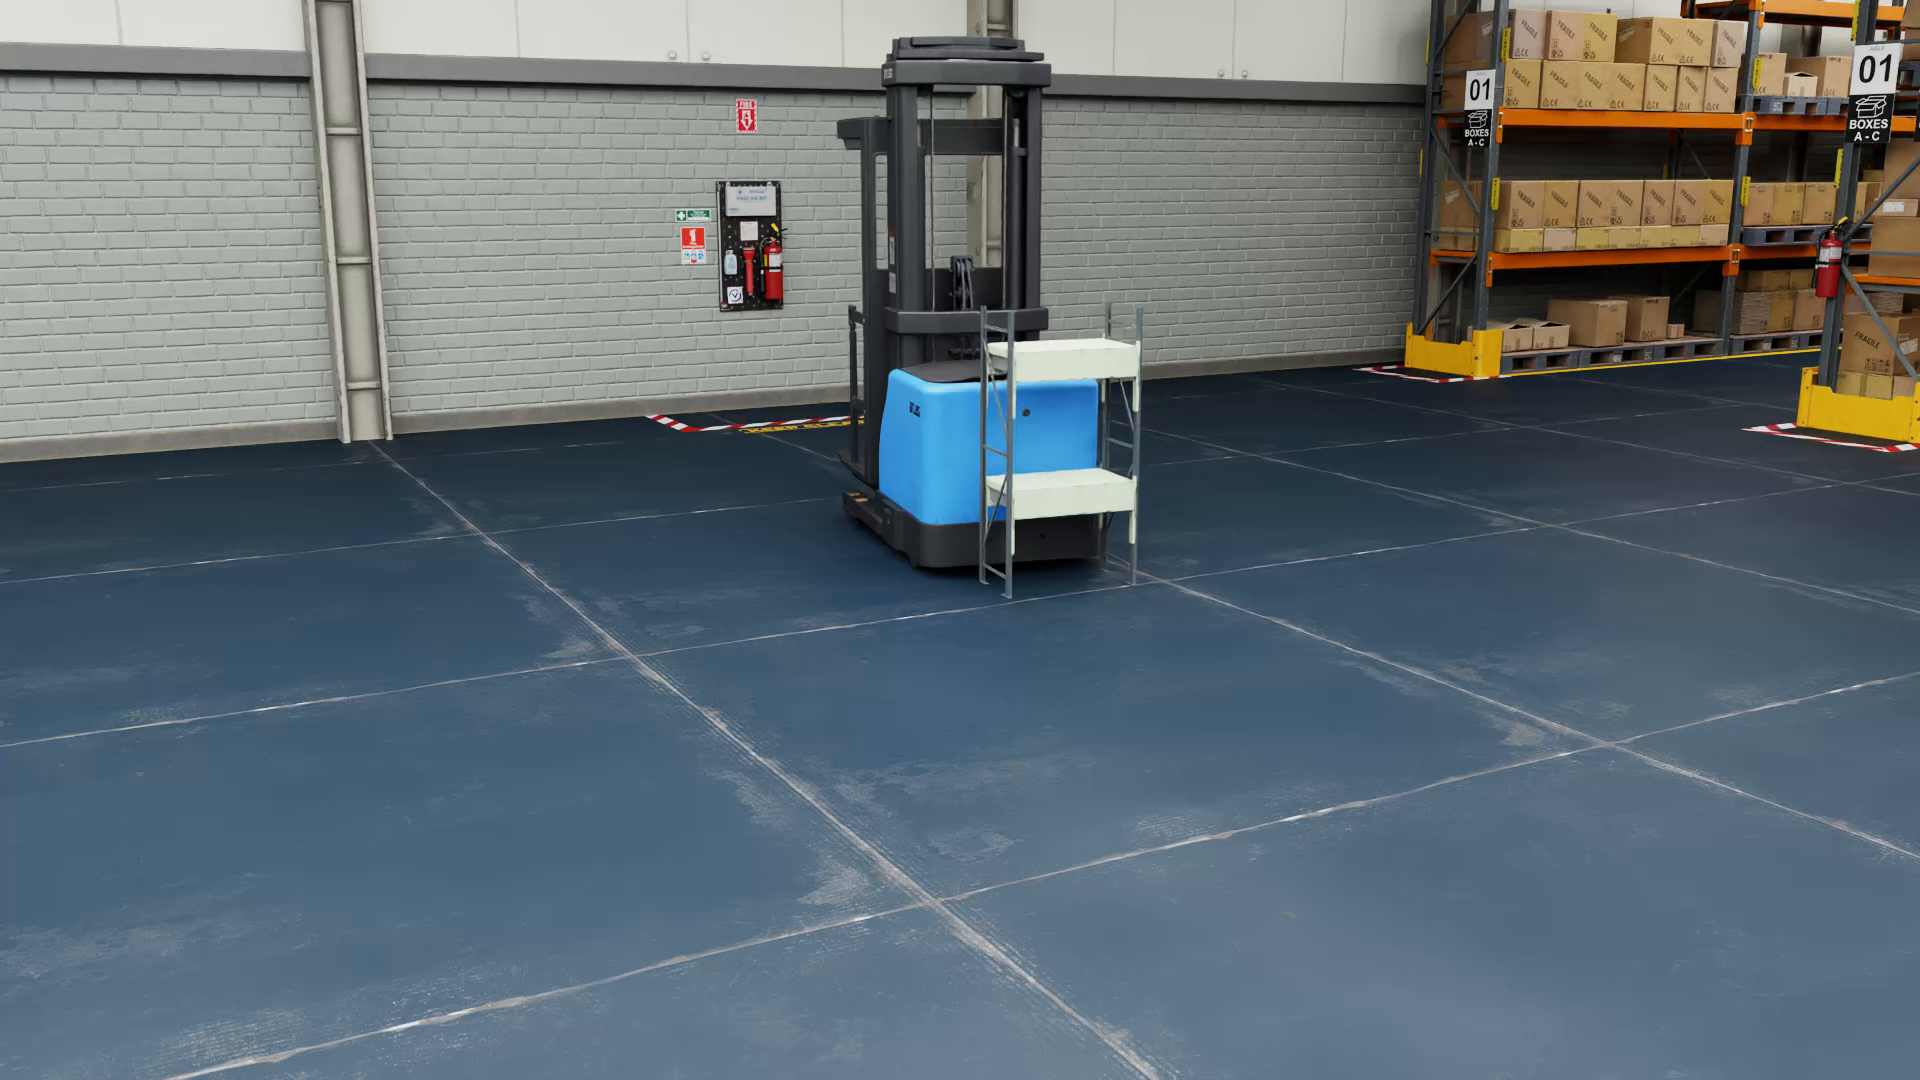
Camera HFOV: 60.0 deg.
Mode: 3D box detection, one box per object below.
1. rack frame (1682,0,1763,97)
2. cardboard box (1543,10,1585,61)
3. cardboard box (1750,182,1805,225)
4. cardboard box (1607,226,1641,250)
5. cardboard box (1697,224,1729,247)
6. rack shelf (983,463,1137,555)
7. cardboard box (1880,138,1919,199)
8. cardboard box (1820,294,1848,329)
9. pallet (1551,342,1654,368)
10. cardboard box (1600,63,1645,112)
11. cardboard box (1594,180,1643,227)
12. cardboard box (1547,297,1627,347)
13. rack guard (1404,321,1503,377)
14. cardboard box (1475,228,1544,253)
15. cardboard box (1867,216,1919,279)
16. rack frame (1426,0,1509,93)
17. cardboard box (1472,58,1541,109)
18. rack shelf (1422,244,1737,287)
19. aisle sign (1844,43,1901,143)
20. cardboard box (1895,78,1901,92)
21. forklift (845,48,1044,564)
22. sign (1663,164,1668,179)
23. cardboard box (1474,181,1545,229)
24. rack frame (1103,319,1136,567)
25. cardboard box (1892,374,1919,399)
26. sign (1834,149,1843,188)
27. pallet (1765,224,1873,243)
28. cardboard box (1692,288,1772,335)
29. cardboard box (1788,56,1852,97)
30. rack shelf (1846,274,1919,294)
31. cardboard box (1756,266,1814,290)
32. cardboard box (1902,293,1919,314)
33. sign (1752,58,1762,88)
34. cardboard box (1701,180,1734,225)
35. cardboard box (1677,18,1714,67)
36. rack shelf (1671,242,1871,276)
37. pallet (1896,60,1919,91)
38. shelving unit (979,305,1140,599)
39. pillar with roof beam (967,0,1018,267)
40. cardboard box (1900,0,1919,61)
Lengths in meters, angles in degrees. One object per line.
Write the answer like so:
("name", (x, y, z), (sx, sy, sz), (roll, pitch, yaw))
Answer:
("rack frame", (8.887, -6.678, 19.288), (0.127, 3.000, 1.000), (-7, 14, -28))
("cardboard box", (6.295, -5.377, 17.787), (0.500, 0.500, 0.500), (-7, 14, -29))
("cardboard box", (9.844, -4.119, 20.351), (0.500, 0.500, 0.700), (-5, 14, -22))
("cardboard box", (7.301, -3.420, 18.769), (0.500, 0.250, 0.500), (-7, 14, -27))
("cardboard box", (8.617, -3.580, 19.480), (0.500, 0.250, 0.500), (-7, 14, -28))
("rack shelf", (0.530, -0.174, 8.945), (0.720, 0.370, 0.431), (-5, 14, -21))
("cardboard box", (8.216, -3.110, 13.915), (0.500, 0.500, 0.700), (-7, 14, -28))
("cardboard box", (10.861, -2.992, 21.263), (0.500, 0.500, 0.700), (-7, 14, -28))
("pallet", (7.243, -2.184, 19.334), (1.213, 0.211, 1.003), (-7, 14, -28))
("cardboard box", (7.192, -5.005, 18.411), (0.500, 0.500, 0.500), (-6, 14, -24))
("cardboard box", (7.282, -3.785, 18.684), (0.500, 0.500, 0.500), (-6, 14, -26))
("cardboard box", (7.195, -2.509, 19.116), (0.500, 0.500, 0.700), (-8, 15, -31))
("rack guard", (5.443, -2.119, 18.386), (0.348, 0.500, 1.175), (-7, 14, -28))
("cardboard box", (5.957, -3.257, 18.047), (0.500, 0.250, 0.500), (-7, 15, -29))
("cardboard box", (8.169, -2.472, 14.033), (0.500, 0.500, 0.700), (-7, 14, -28))
("rack frame", (5.376, -6.257, 17.418), (0.127, 3.000, 1.000), (-7, 14, -28))
("cardboard box", (5.790, -4.839, 17.676), (0.500, 0.500, 0.500), (-6, 14, -26))
("rack shelf", (7.132, -3.190, 19.090), (4.000, 0.370, 1.077), (-7, 14, -28))
("aisle sign", (7.555, -3.694, 13.772), (0.004, 0.787, 0.394), (-7, 14, -28))
("cardboard box", (11.656, -5.663, 21.334), (0.500, 0.500, 0.500), (-7, 14, -28))
("forklift", (9.109, -0.082, 3.941), (15.053, 2.867, 18.708), (-4, 13, -16))
("sign", (8.618, -4.423, 20.293), (0.005, 0.325, 0.100), (-7, 14, -28))
("cardboard box", (5.939, -3.625, 17.974), (0.500, 0.500, 0.500), (-7, 14, -28))
("rack frame", (0.871, -0.521, 9.003), (0.010, 1.308, 0.380), (-5, 14, -21))
("cardboard box", (8.330, -1.253, 14.152), (0.500, 0.250, 0.500), (-7, 14, -28))
("sign", (7.505, -3.163, 14.154), (0.005, 0.325, 0.100), (-7, 14, -28))
("pallet", (10.680, -3.862, 20.877), (1.213, 0.211, 1.003), (-7, 14, -28))
("cardboard box", (9.525, -2.827, 20.531), (0.500, 0.500, 0.700), (-6, 14, -26))
("cardboard box", (10.488, -5.640, 20.323), (0.500, 0.500, 0.500), (-7, 15, -30))
("rack shelf", (9.509, -2.331, 14.829), (3.809, 0.124, 0.919), (-7, 14, -28))
("cardboard box", (10.365, -3.295, 20.904), (0.500, 0.250, 0.500), (-7, 15, -29))
("cardboard box", (13.107, -3.380, 22.237), (0.750, 0.750, 0.750), (-7, 14, -29))
("sign", (9.154, -5.363, 19.099), (0.005, 0.325, 0.100), (-7, 14, -28))
("cardboard box", (8.621, -3.944, 19.392), (0.500, 0.500, 0.500), (-7, 14, -28))
("cardboard box", (8.099, -5.596, 18.761), (0.500, 0.500, 0.500), (-6, 14, -25))
("rack shelf", (10.643, -3.611, 20.960), (4.000, 0.370, 1.077), (-7, 14, -28))
("pallet", (8.386, -3.866, 13.825), (1.213, 0.211, 1.003), (-7, 14, -28))
("shelving unit", (0.527, -0.491, 8.871), (0.748, 1.500, 0.431), (-5, 14, -21))
("pillar with roof beam", (2.373, -5.037, 11.995), (0.400, 9.000, 9.100), (-7, 14, -28))
("cardboard box", (8.260, -4.223, 13.699), (0.637, 0.503, 0.797), (-6, 14, -24))
